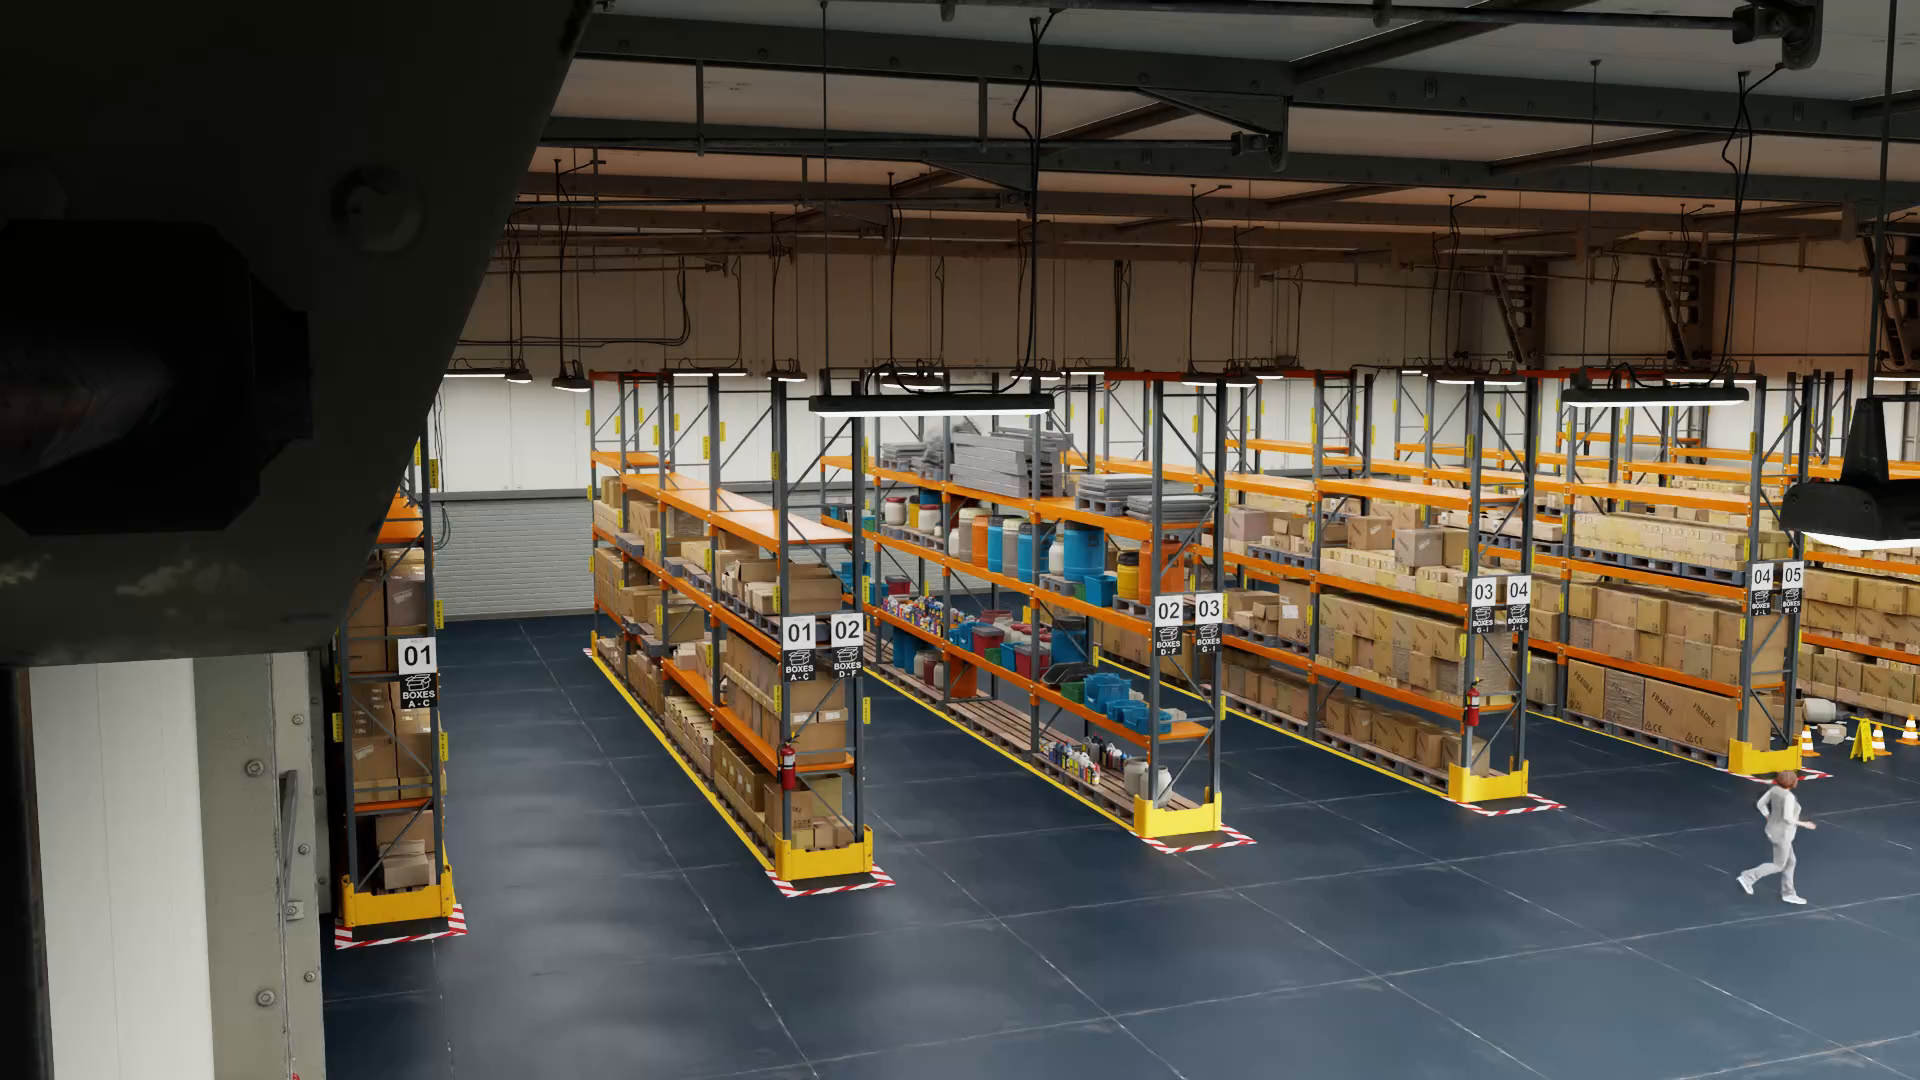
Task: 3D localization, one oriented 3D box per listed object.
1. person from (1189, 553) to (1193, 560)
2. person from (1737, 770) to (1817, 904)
[{"bbox_3d":[5.353,1.141,38.858,0.736,1.708,0.547,0,6,-3],"label":"person"},{"bbox_3d":[9.367,3.430,19.144,0.822,1.556,0.525,0,6,2],"label":"person"}]
